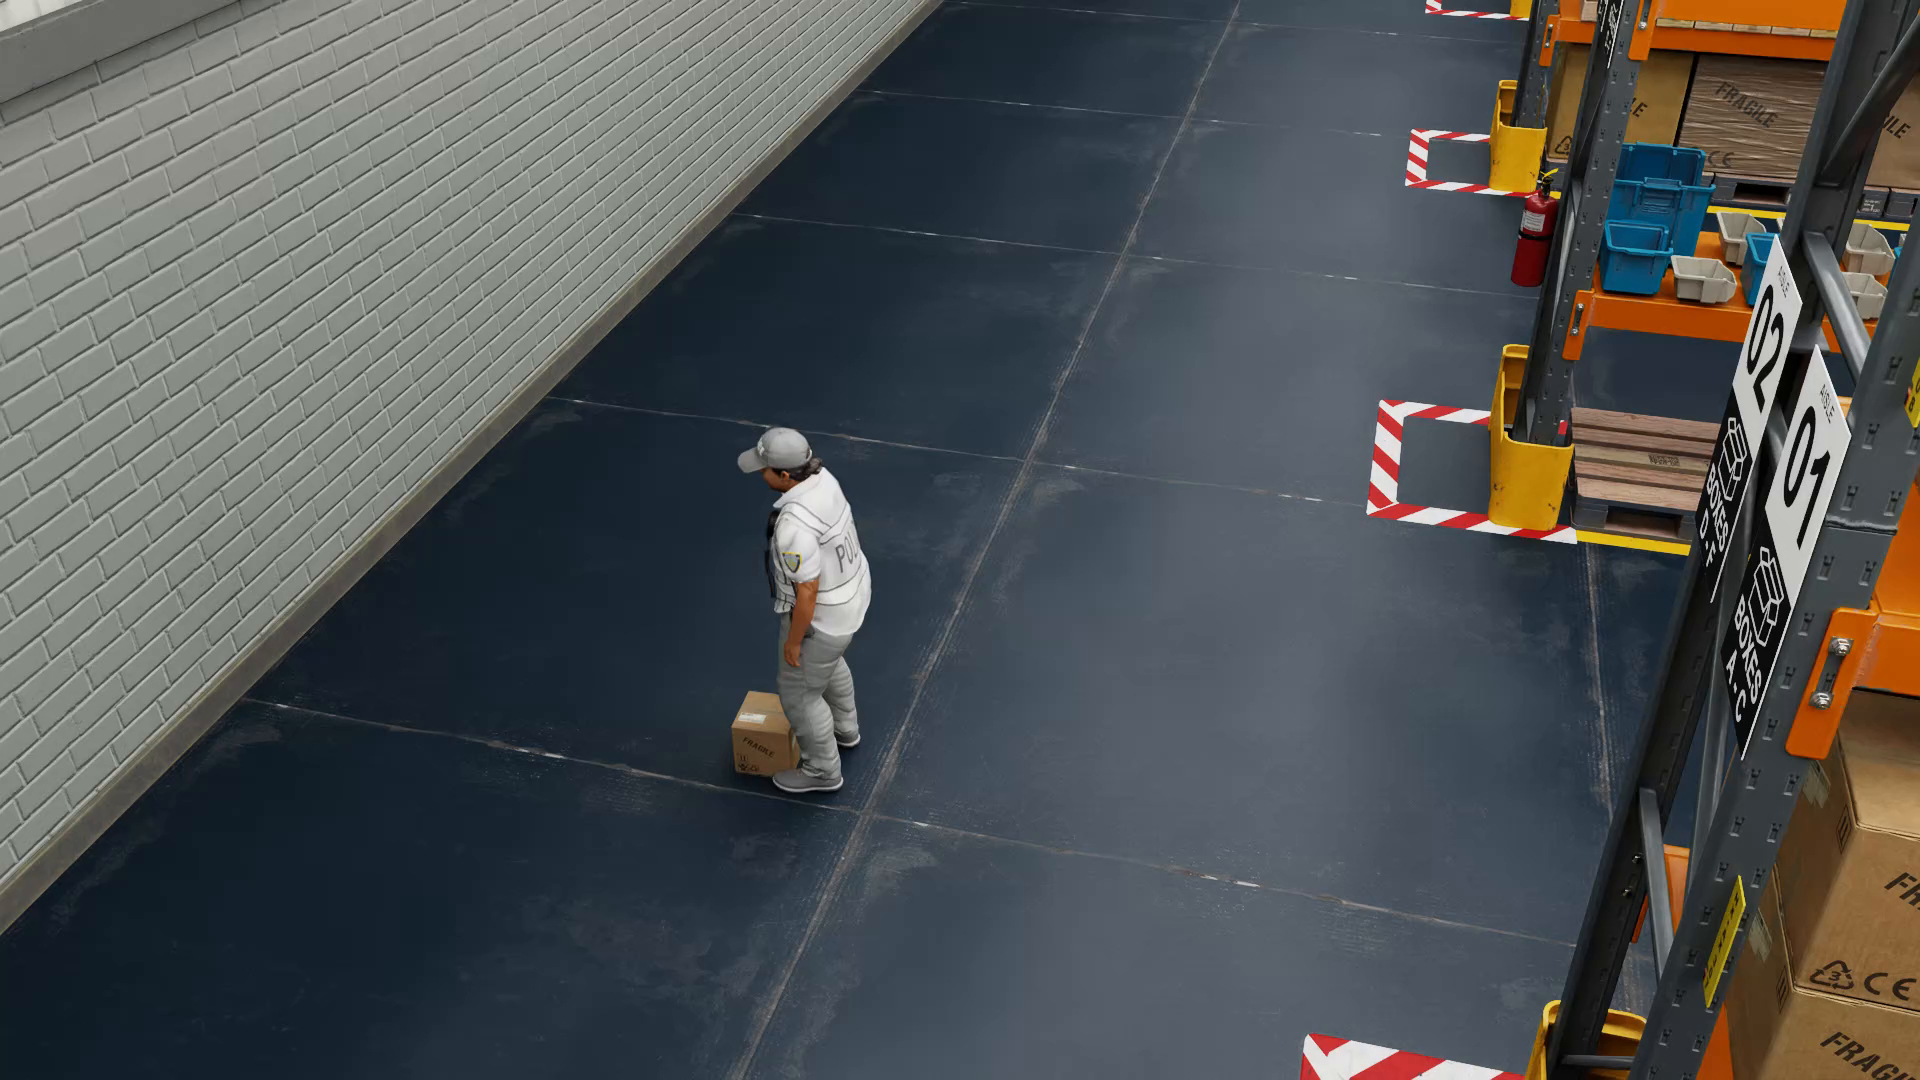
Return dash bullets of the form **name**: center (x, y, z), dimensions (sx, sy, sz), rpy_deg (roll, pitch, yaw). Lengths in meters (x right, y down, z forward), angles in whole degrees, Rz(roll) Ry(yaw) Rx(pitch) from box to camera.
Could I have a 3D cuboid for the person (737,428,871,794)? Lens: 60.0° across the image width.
- **person**: center (-0.606, 0.272, 6.716), dimensions (0.470, 1.665, 0.560), rpy_deg (6, 34, 9)
